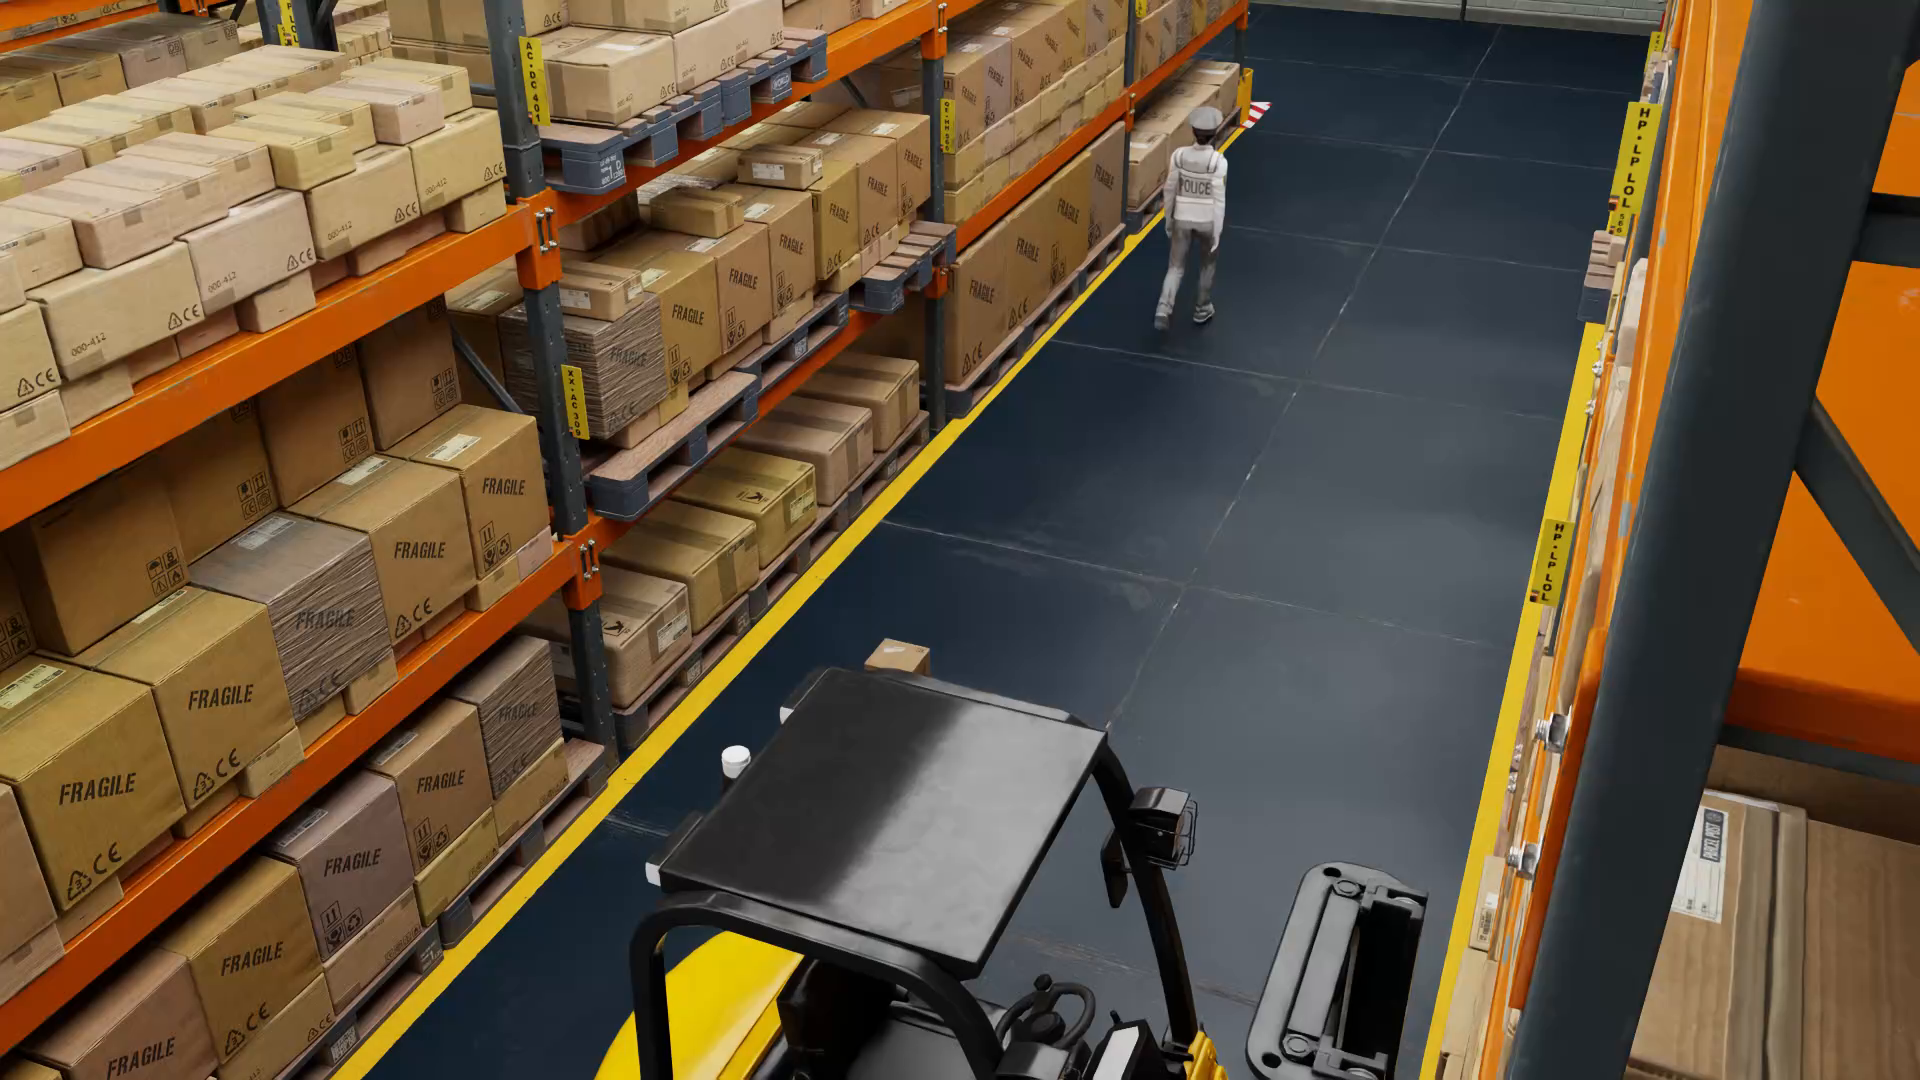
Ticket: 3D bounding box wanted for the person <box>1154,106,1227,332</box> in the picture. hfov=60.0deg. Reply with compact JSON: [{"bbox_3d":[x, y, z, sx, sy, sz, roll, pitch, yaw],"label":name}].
[{"bbox_3d":[1.694,-2.322,12.138,0.487,1.651,0.819,12,32,20],"label":"person"}]
